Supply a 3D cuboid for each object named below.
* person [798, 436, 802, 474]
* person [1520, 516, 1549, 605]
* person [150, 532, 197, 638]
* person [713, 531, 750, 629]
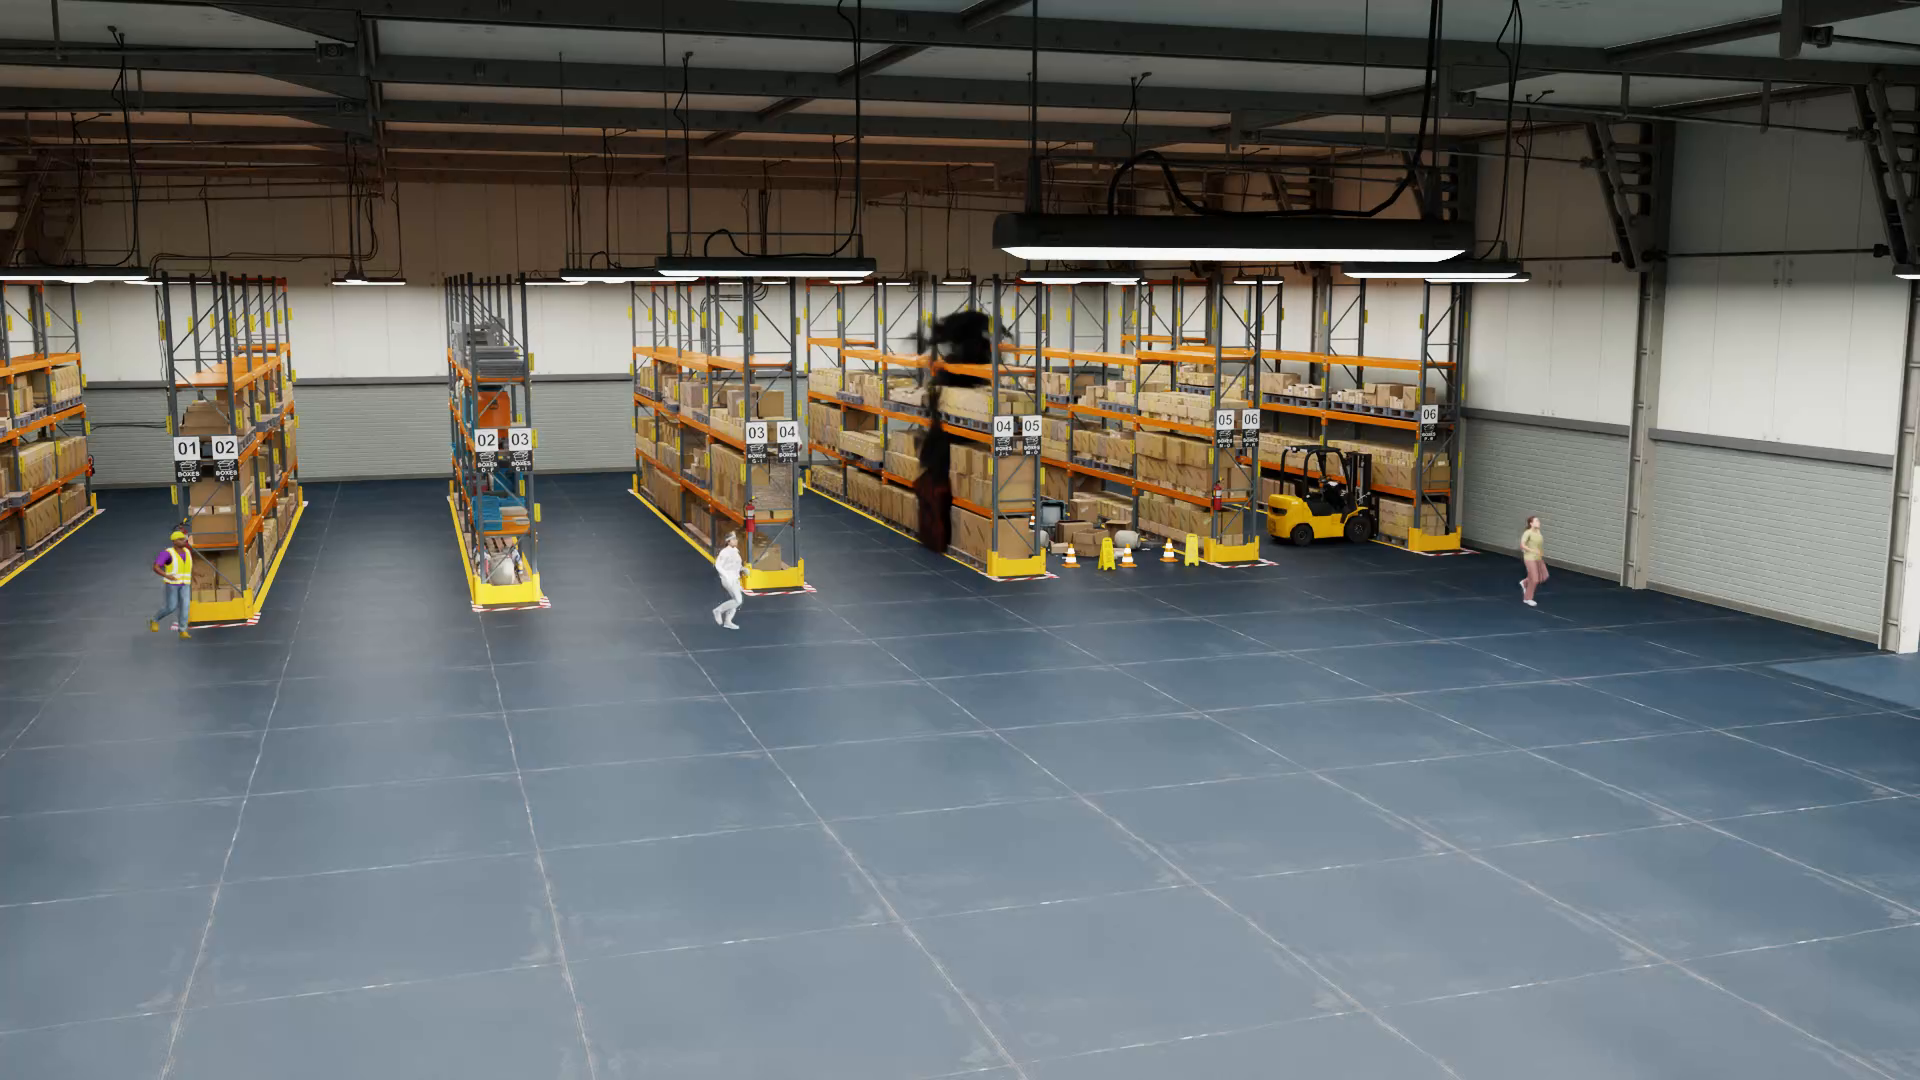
[{"bbox_3d":[-5.002,-2.553,49.340,0.538,1.696,0.758,-5,10,-32],"label":"person"},{"bbox_3d":[10.437,0.363,30.302,0.617,1.636,0.560,-6,11,-35],"label":"person"},{"bbox_3d":[-12.933,0.727,27.537,0.924,1.717,0.765,5,10,30],"label":"person"},{"bbox_3d":[-3.868,0.675,28.191,0.575,1.666,0.606,2,9,15],"label":"person"}]
